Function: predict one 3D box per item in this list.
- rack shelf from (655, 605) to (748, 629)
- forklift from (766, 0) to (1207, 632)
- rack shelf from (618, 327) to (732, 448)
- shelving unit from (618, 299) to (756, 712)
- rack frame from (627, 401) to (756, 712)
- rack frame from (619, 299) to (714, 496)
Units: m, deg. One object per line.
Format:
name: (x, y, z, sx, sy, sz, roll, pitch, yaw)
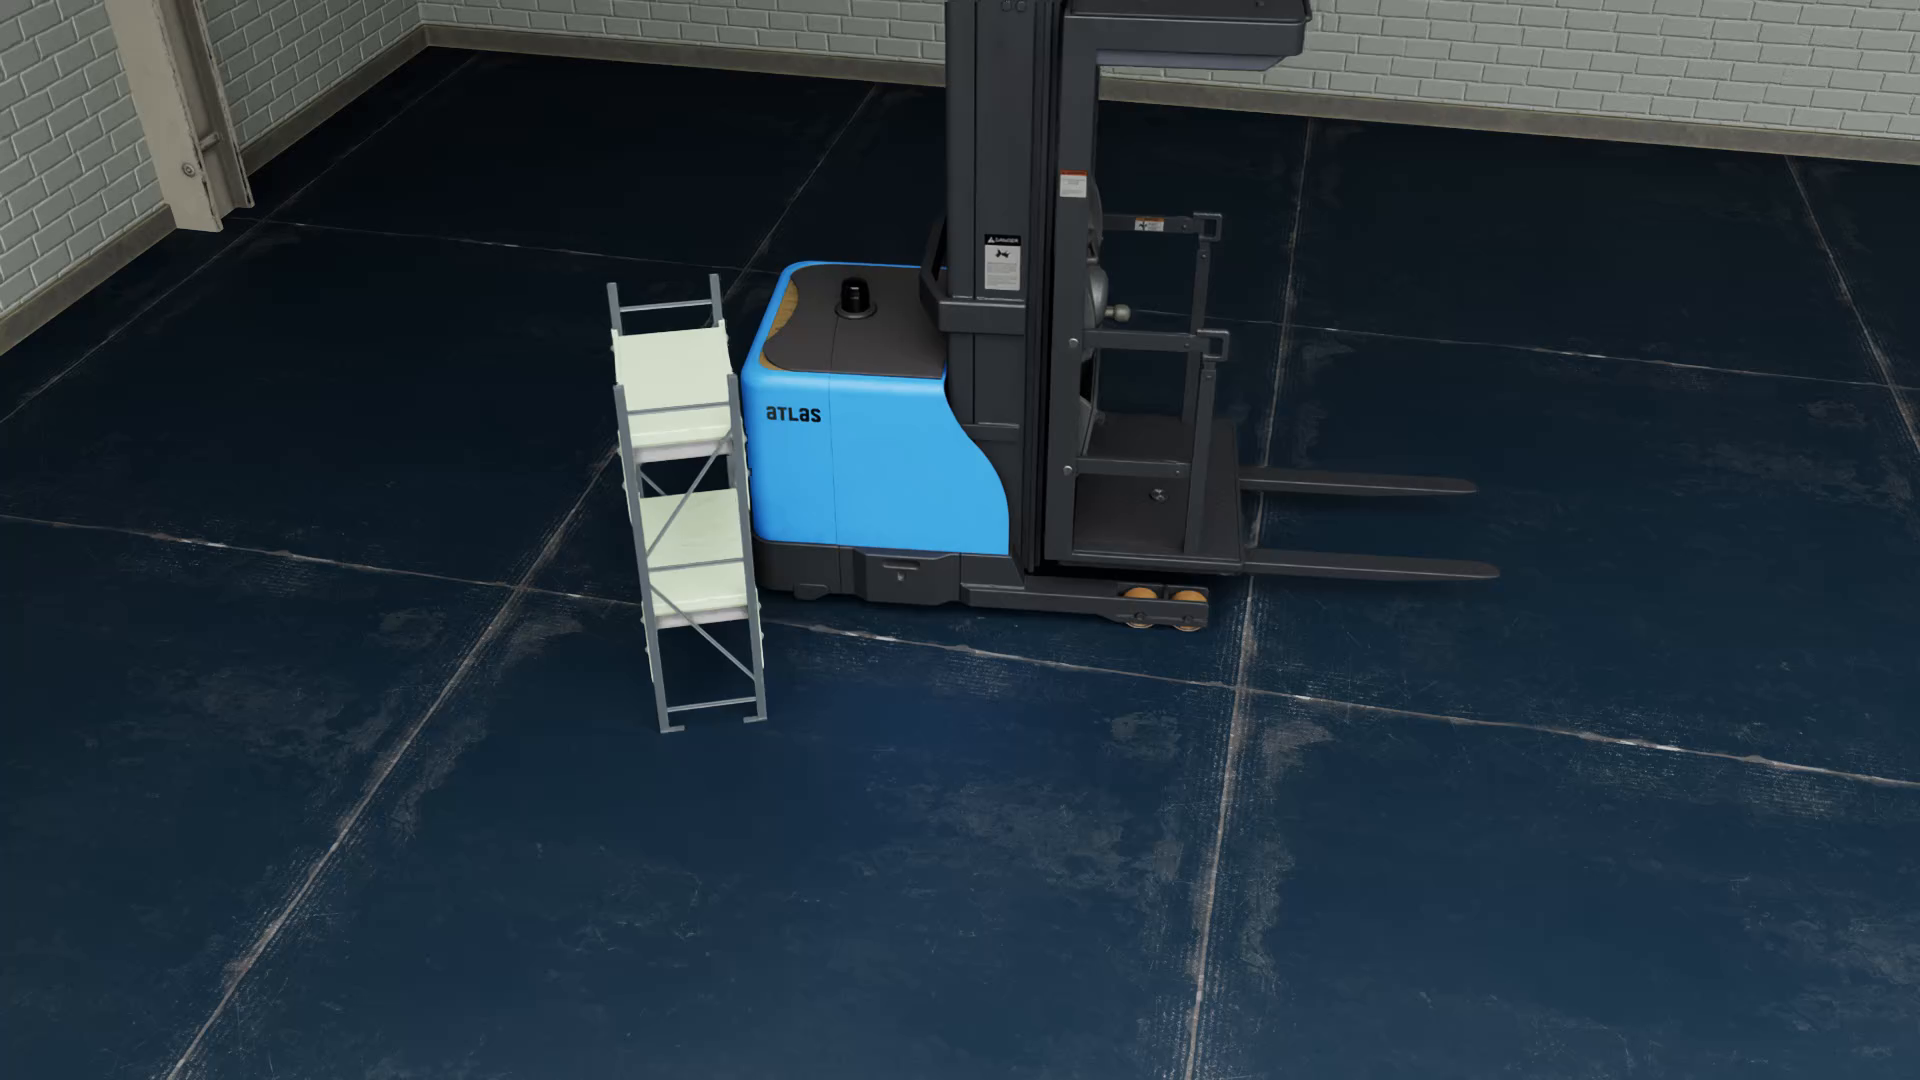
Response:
rack shelf: (-1.001, 0.087, 6.285, 0.332, 0.071, 0.664, -7, 36, -9)
forklift: (0.693, -1.140, 6.325, 3.031, 2.935, 1.109, 3, 36, 5)
rack shelf: (-0.998, -0.544, 5.828, 0.368, 0.052, 0.686, -7, 36, -9)
shelving unit: (-1.001, -0.119, 6.135, 0.380, 1.308, 0.742, -7, 36, -9)
rack frame: (-0.929, 0.091, 5.845, 0.380, 1.308, 0.010, -7, 36, -9)
rack frame: (-1.073, -0.330, 6.426, 0.380, 1.308, 0.010, -7, 36, -9)
